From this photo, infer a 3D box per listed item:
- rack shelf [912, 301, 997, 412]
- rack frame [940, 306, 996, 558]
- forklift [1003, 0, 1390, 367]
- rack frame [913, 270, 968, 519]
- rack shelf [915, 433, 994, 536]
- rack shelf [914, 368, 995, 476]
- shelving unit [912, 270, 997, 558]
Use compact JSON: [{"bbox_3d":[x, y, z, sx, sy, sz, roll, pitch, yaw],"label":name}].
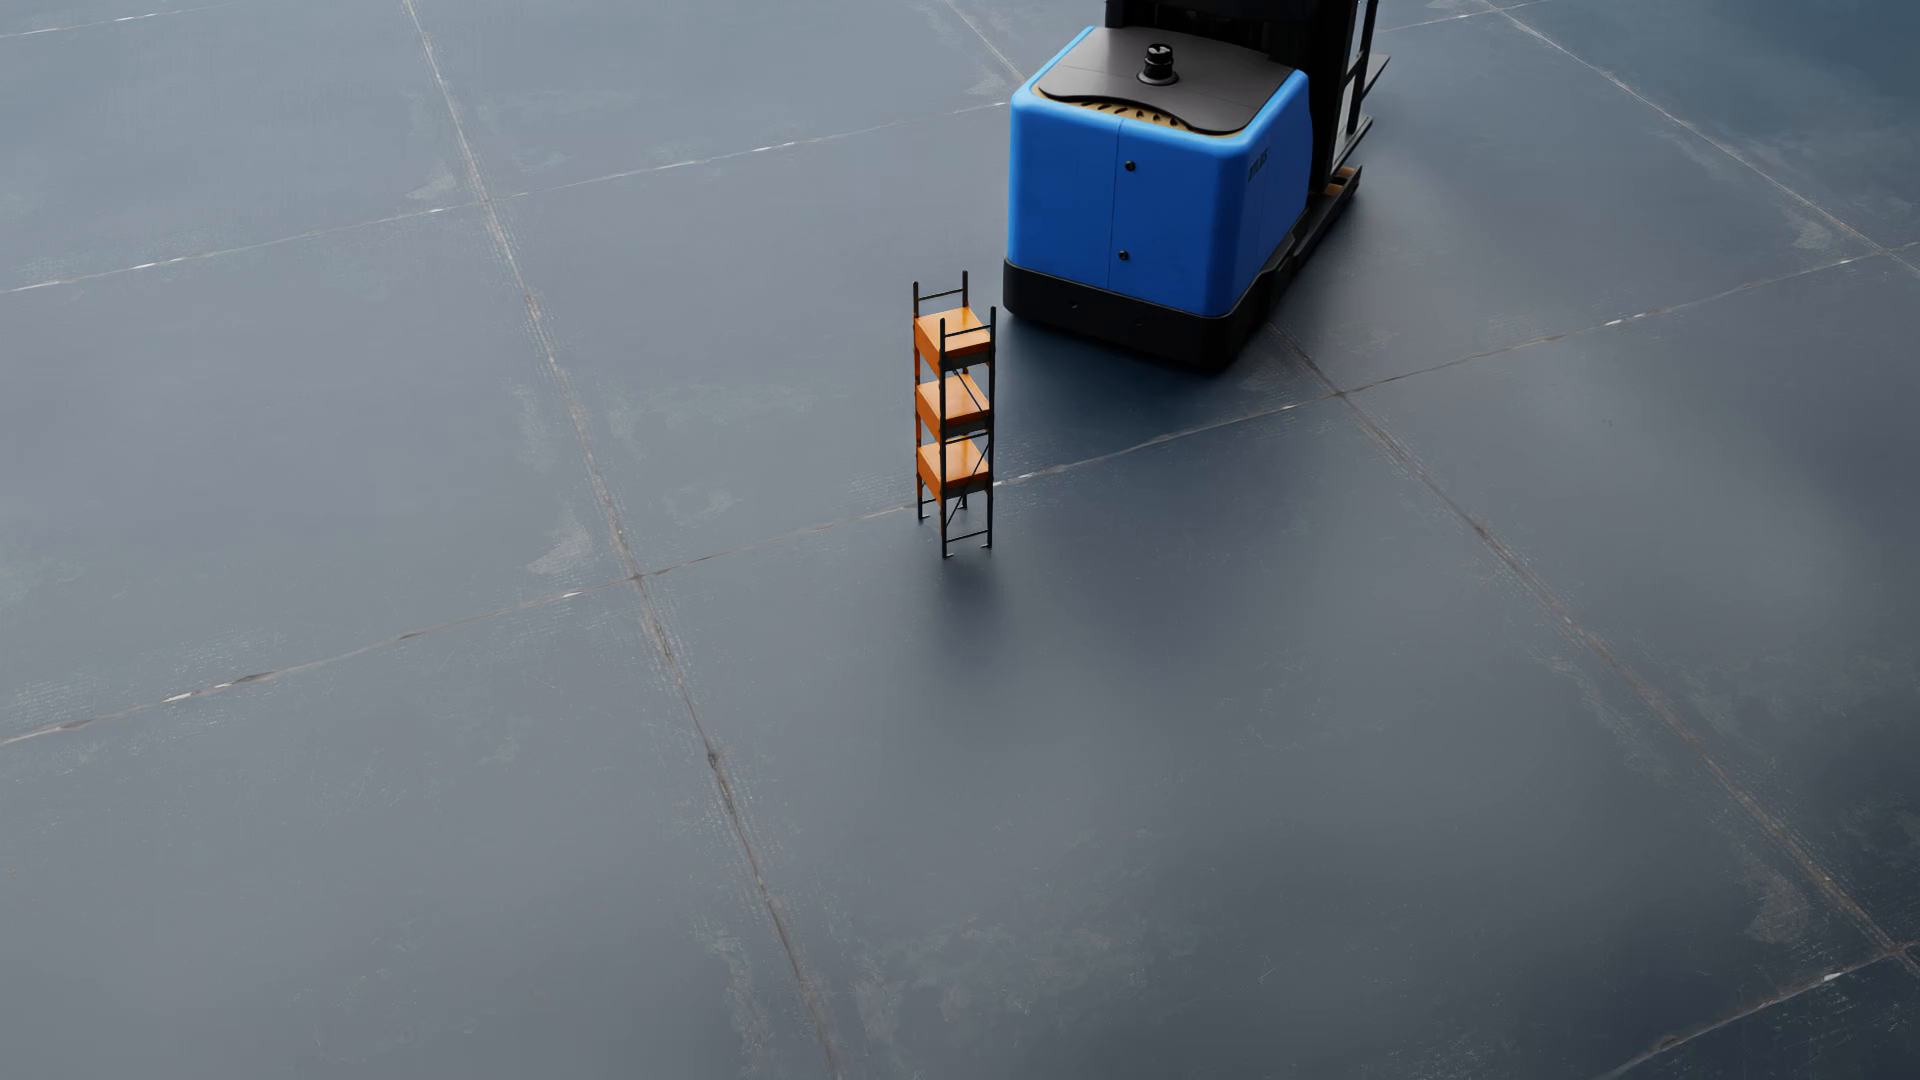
[{"bbox_3d":[-0.020,-0.637,5.767,0.215,0.259,0.240,-15,43,-17],"label":"rack shelf"},{"bbox_3d":[0.026,-0.357,5.860,0.200,1.050,0.008,-15,43,-17],"label":"rack frame"},{"bbox_3d":[1.317,-2.794,7.251,1.130,2.935,3.031,19,44,20],"label":"forklift"},{"bbox_3d":[-0.067,-0.504,6.031,0.200,1.050,0.008,-15,43,-17],"label":"rack frame"},{"bbox_3d":[-0.020,-0.212,6.133,0.215,0.259,0.240,-15,43,-17],"label":"rack shelf"},{"bbox_3d":[-0.020,-0.422,5.952,0.215,0.259,0.240,-15,43,-17],"label":"rack shelf"},{"bbox_3d":[-0.020,-0.430,5.945,0.215,1.050,0.252,-15,43,-17],"label":"shelving unit"}]
